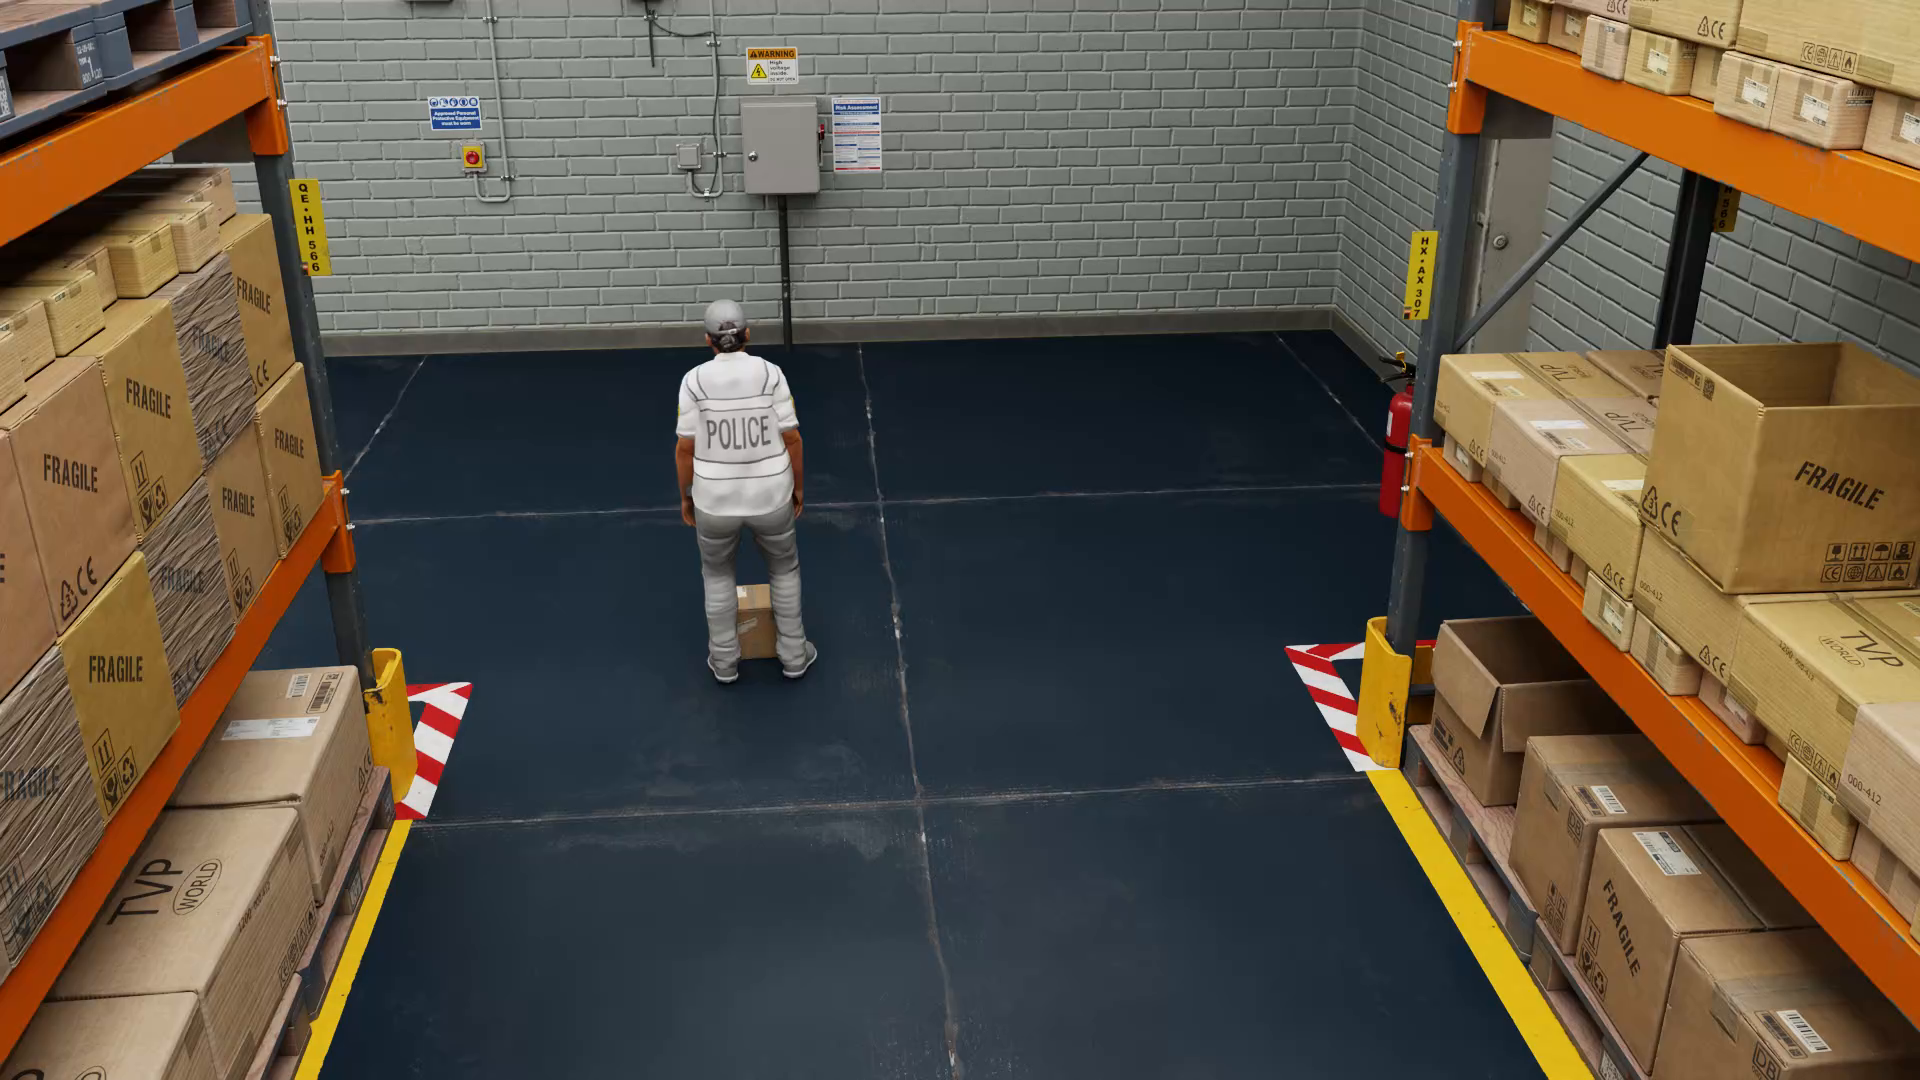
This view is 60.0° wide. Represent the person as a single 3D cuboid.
[{"bbox_3d":[-0.906,-0.191,7.024,0.558,1.665,0.468,-4,24,-8],"label":"person"}]
